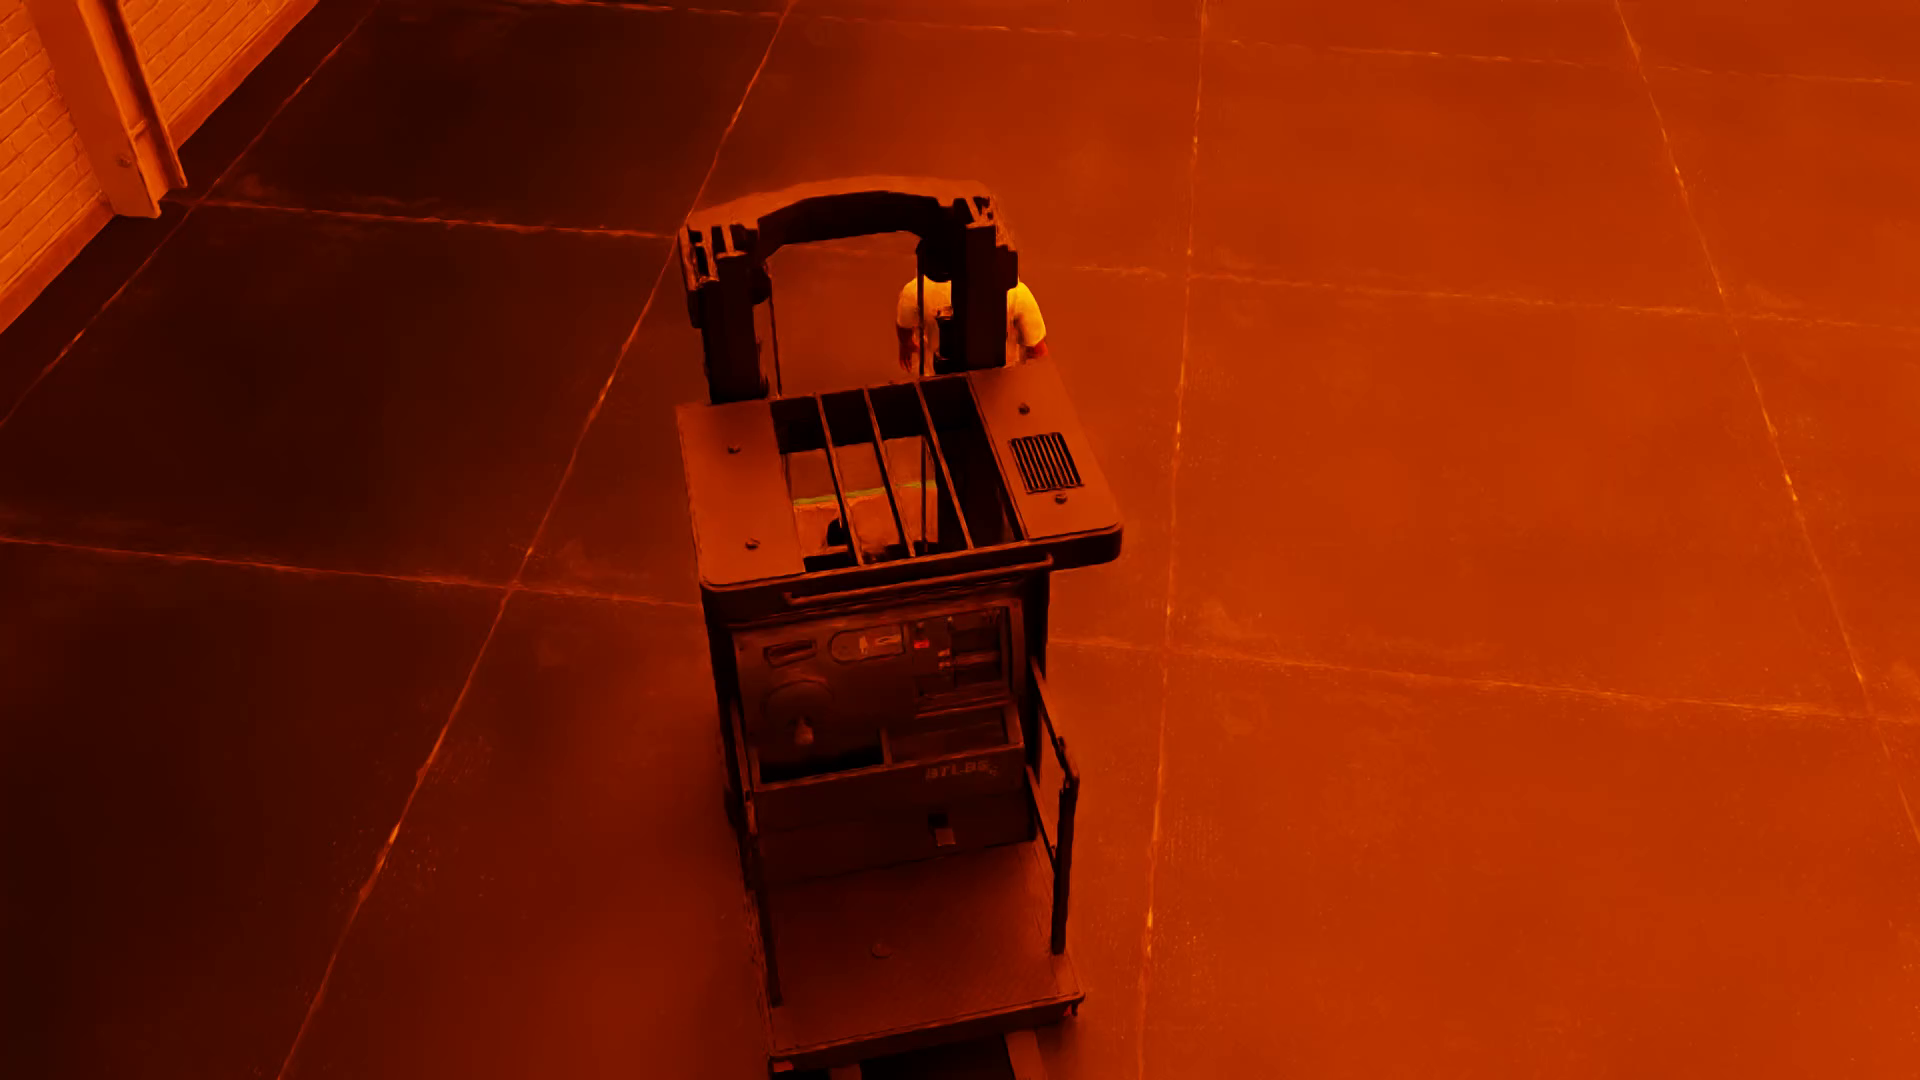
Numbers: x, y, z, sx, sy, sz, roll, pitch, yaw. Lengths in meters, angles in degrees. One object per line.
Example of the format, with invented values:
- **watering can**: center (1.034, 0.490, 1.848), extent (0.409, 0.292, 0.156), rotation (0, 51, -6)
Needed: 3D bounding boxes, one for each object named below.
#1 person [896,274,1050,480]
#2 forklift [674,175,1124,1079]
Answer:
- **person**: center (0.075, -0.811, 7.493), extent (0.725, 1.742, 0.762), rotation (3, 43, 4)
- **forklift**: center (-0.200, 0.504, 5.176), extent (1.130, 2.935, 3.031), rotation (-8, 43, -9)
